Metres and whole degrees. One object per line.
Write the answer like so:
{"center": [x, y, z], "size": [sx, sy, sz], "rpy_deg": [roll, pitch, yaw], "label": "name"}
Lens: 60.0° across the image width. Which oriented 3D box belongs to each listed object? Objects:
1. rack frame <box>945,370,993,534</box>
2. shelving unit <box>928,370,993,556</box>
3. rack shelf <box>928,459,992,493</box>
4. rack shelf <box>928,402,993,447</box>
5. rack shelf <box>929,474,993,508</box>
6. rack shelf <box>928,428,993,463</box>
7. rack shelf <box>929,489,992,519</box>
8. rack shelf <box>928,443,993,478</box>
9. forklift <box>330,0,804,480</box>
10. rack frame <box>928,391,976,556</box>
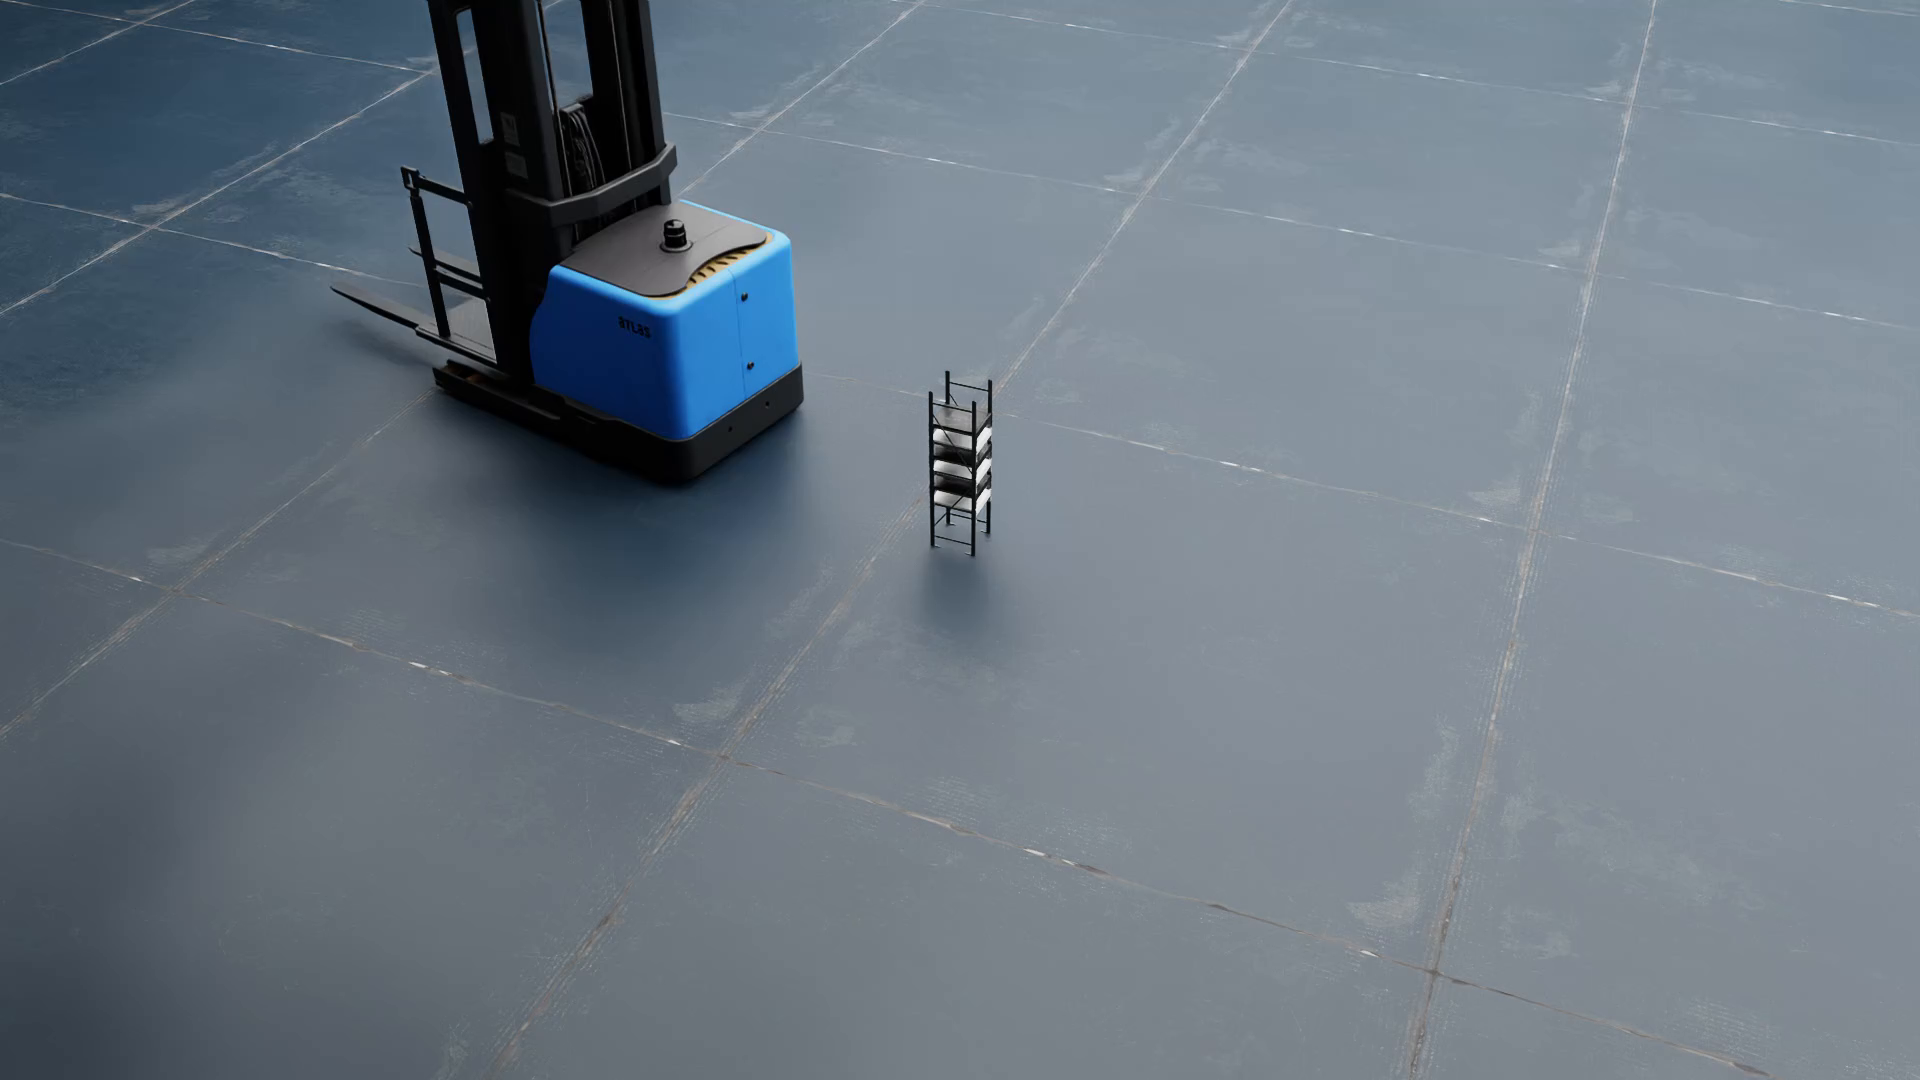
{"center": [0.042, -0.421, 8.163], "size": [0.240, 0.900, 0.006], "rpy_deg": [14, 39, 18], "label": "rack frame"}
{"center": [0.003, -0.365, 8.088], "size": [0.258, 0.900, 0.210], "rpy_deg": [14, 39, 18], "label": "shelving unit"}
{"center": [0.003, -0.338, 8.108], "size": [0.258, 0.077, 0.200], "rpy_deg": [14, 39, 18], "label": "rack shelf"}
{"center": [0.003, -0.555, 7.946], "size": [0.258, 0.077, 0.200], "rpy_deg": [14, 39, 18], "label": "rack shelf"}
{"center": [0.003, -0.266, 8.162], "size": [0.258, 0.077, 0.200], "rpy_deg": [14, 39, 18], "label": "rack shelf"}
{"center": [0.003, -0.482, 8.000], "size": [0.258, 0.077, 0.200], "rpy_deg": [14, 39, 18], "label": "rack shelf"}
{"center": [0.003, -0.194, 8.216], "size": [0.258, 0.077, 0.200], "rpy_deg": [14, 39, 18], "label": "rack shelf"}
{"center": [0.003, -0.410, 8.054], "size": [0.258, 0.077, 0.200], "rpy_deg": [14, 39, 18], "label": "rack shelf"}
{"center": [-2.372, -2.178, 8.818], "size": [3.031, 2.935, 1.130], "rpy_deg": [23, 42, 27], "label": "forklift"}
{"center": [-0.036, -0.309, 8.013], "size": [0.240, 0.900, 0.006], "rpy_deg": [14, 39, 18], "label": "rack frame"}
